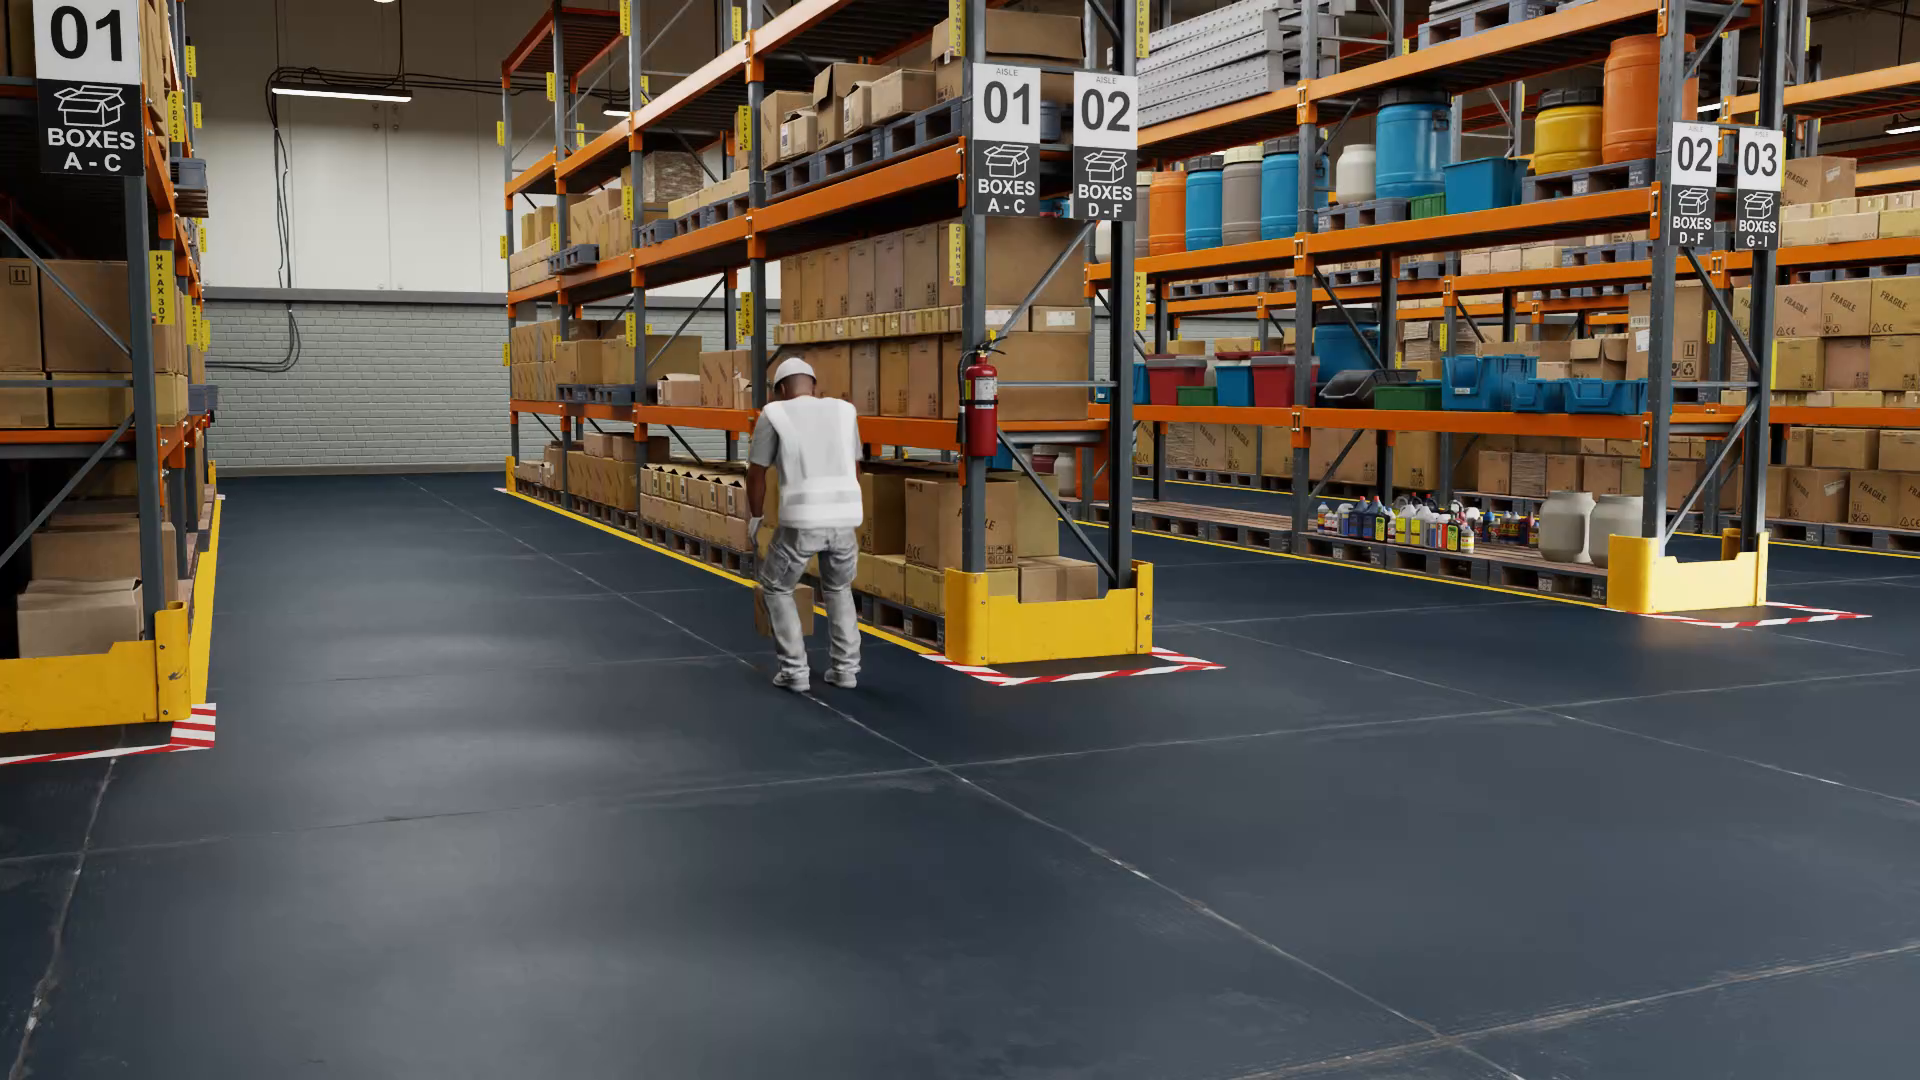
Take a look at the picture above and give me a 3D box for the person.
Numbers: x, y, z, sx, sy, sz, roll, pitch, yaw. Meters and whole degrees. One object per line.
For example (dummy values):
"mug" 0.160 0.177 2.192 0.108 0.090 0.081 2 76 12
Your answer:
"person" -0.767 -0.085 8.278 0.594 1.644 0.584 -2 6 -23
